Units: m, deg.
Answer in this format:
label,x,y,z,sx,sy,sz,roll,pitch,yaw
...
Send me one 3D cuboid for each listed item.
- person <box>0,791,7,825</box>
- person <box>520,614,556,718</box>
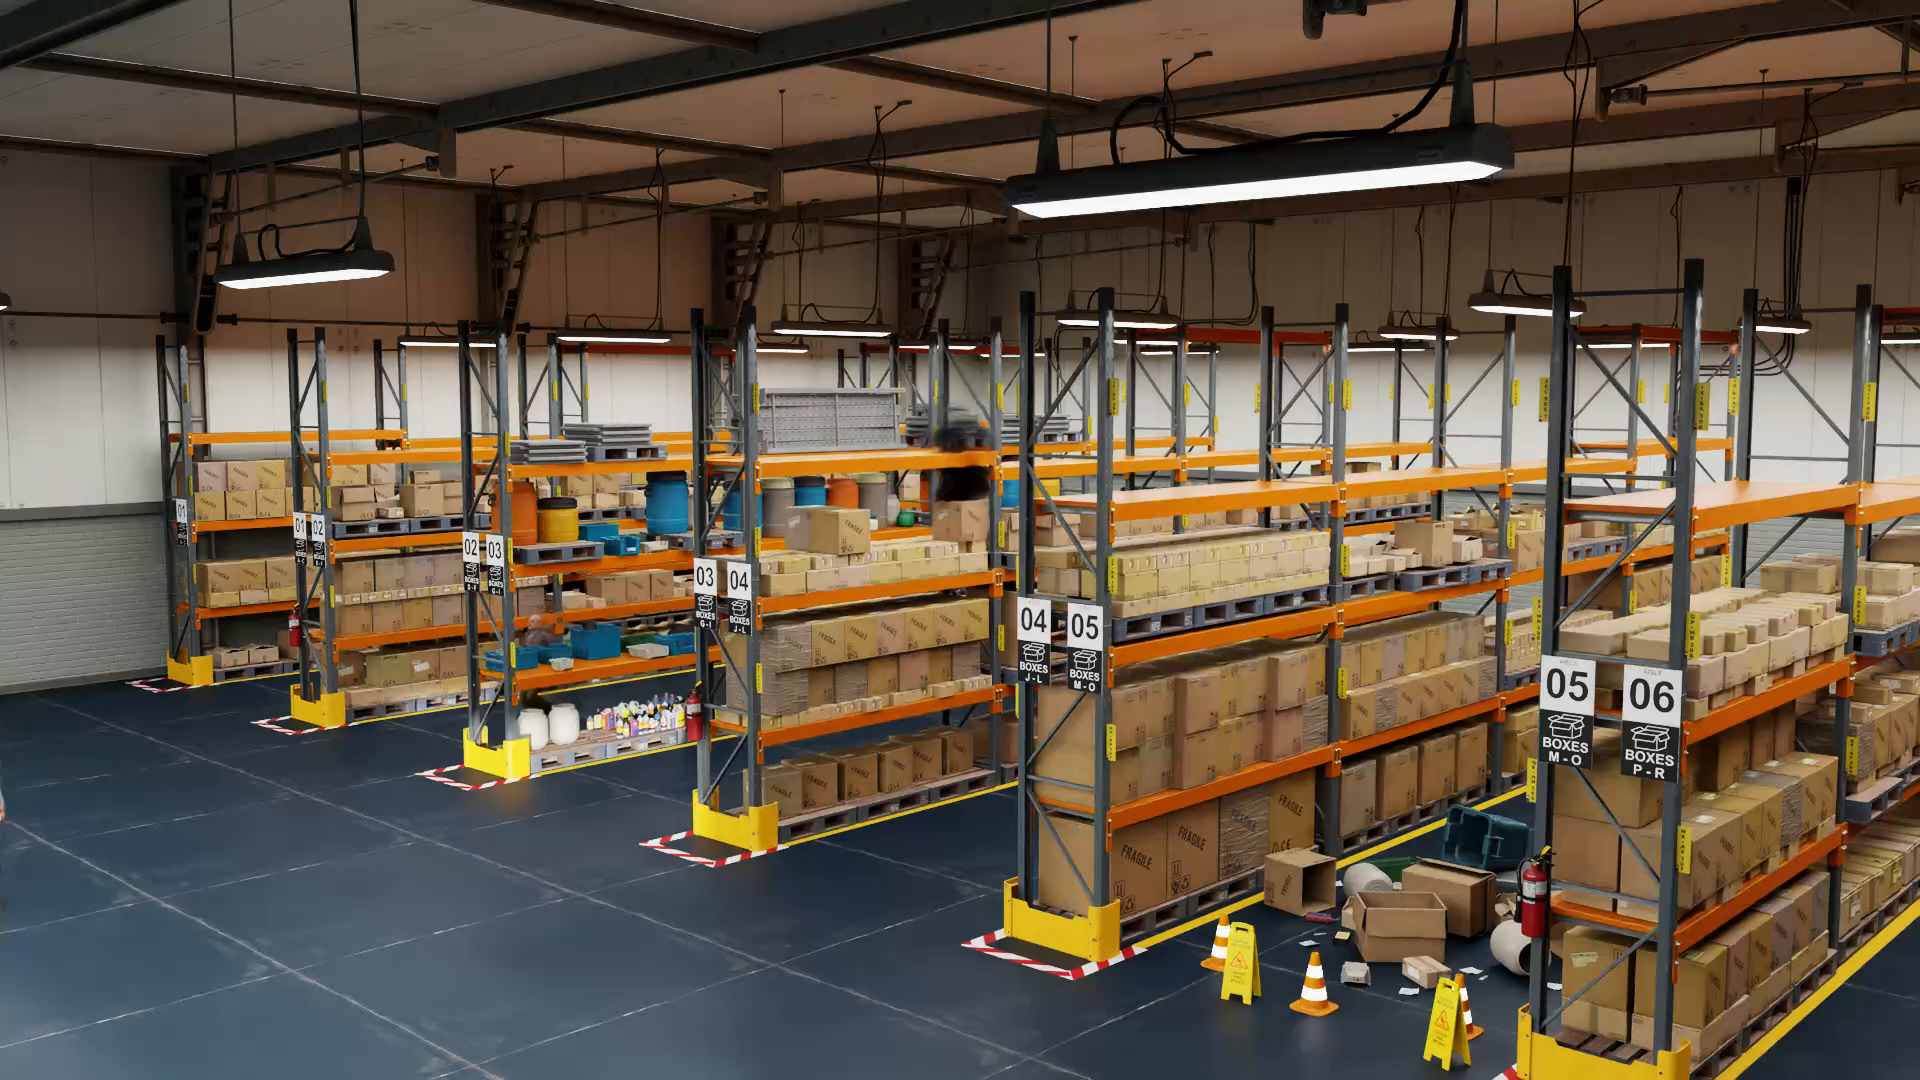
label,x,y,z,sx,sy,sz,roll,pitch,yaw
person,-9.138,2.836,15.314,0.646,1.743,0.650,-3,6,-29
person,-6.357,1.972,24.796,0.705,1.727,0.660,3,6,33
